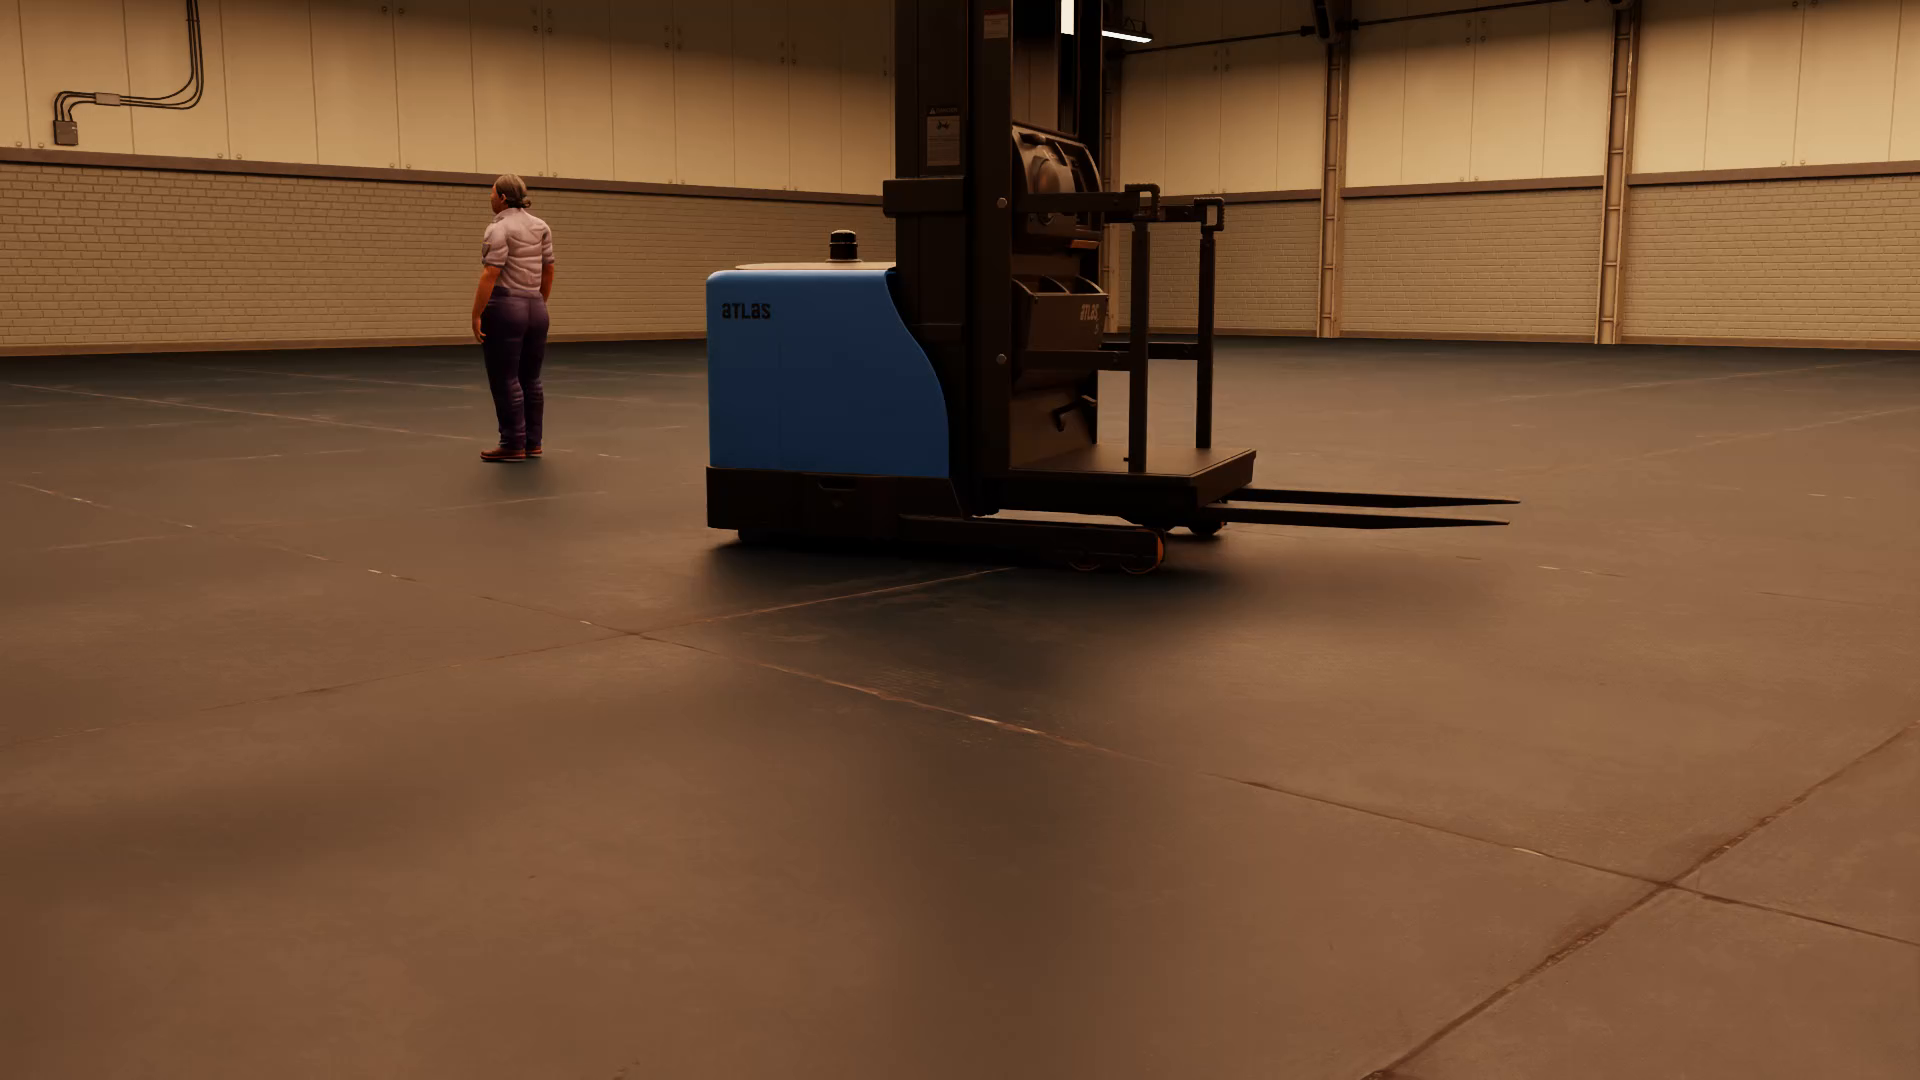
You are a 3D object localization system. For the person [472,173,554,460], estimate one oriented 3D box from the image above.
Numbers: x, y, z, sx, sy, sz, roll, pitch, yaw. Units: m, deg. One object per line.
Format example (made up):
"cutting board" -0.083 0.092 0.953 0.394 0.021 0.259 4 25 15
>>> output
"person" -2.670 -1.295 9.740 0.502 1.650 0.599 5 10 29

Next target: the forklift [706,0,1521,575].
"forklift" 0.565 -1.416 6.275 3.031 2.935 1.130 3 9 22
